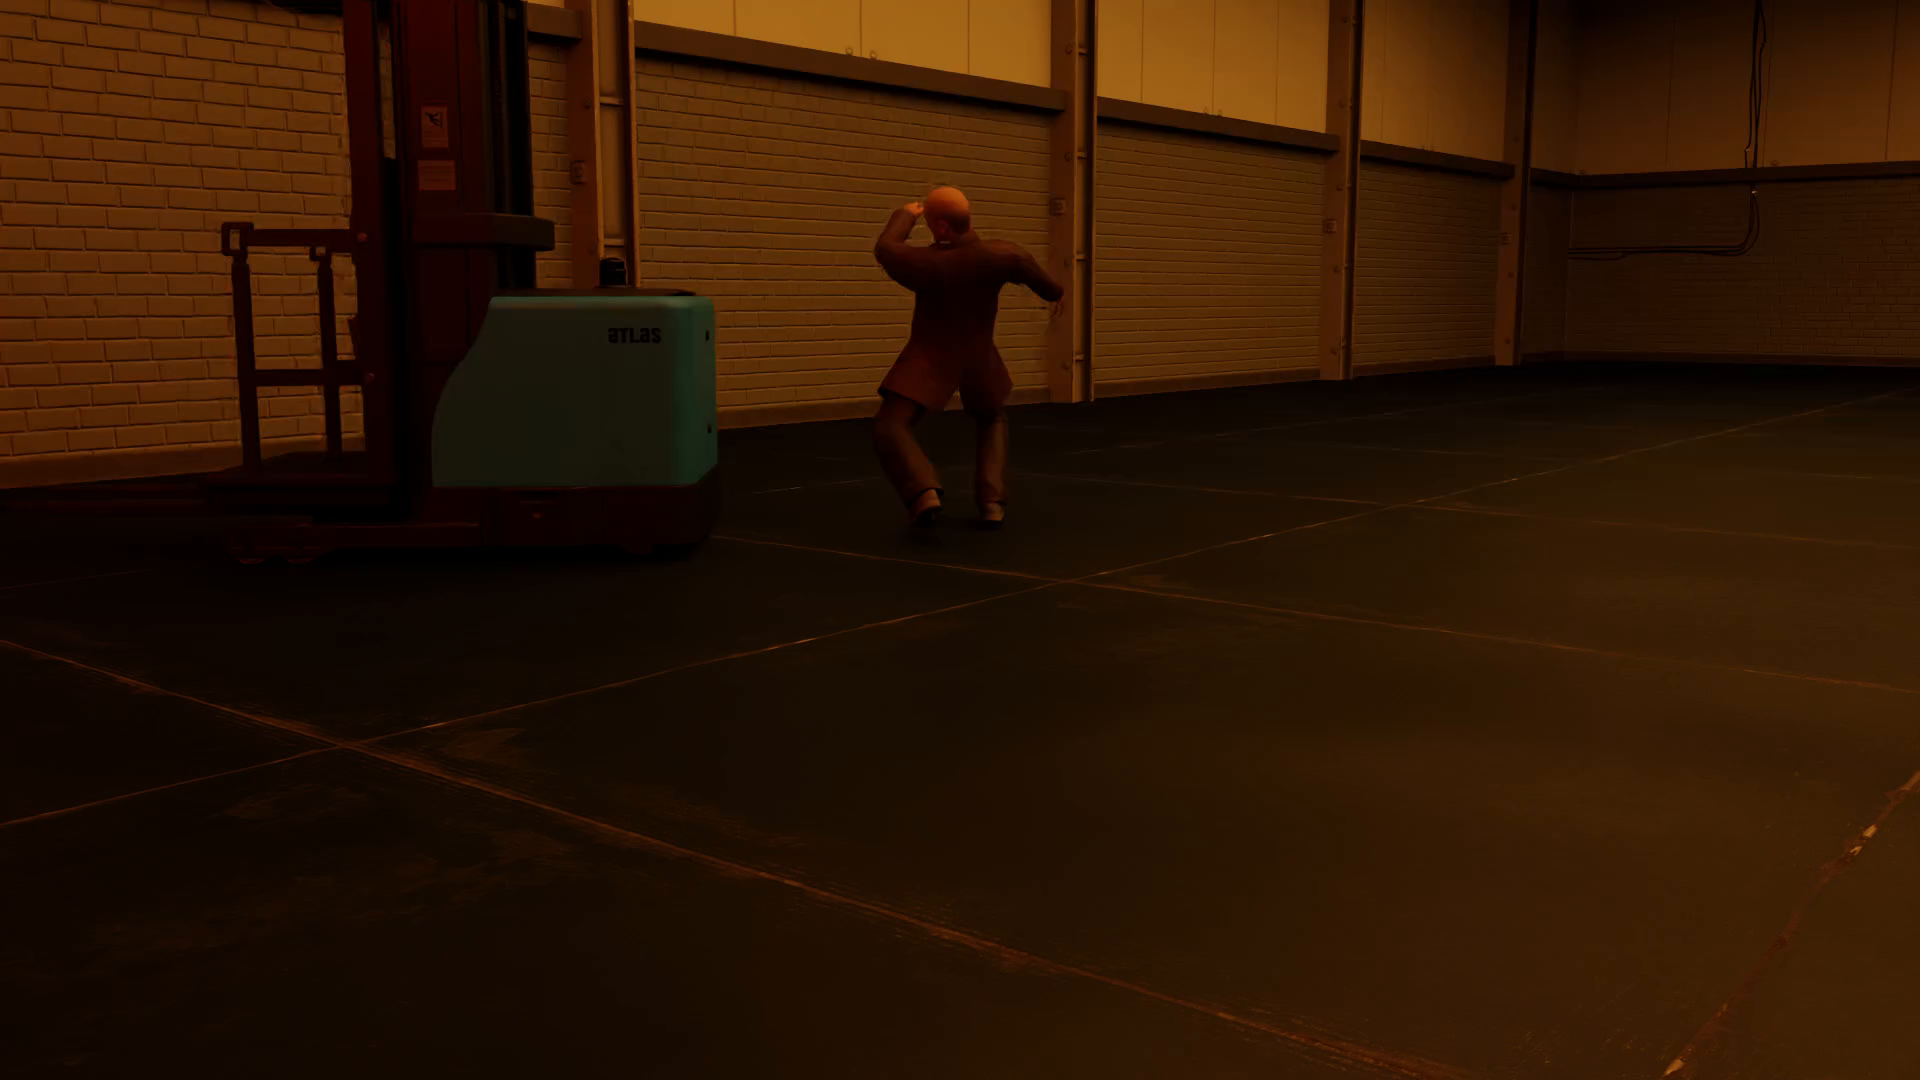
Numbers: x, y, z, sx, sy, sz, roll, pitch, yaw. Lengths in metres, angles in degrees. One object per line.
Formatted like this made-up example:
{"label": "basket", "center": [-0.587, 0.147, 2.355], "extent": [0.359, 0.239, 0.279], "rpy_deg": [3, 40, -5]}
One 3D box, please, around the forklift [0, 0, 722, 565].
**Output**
{"label": "forklift", "center": [-2.605, -1.429, 7.046], "extent": [3.031, 2.935, 1.130], "rpy_deg": [0, 8, -2]}

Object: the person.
{"label": "person", "center": [0.087, -0.837, 7.750], "extent": [1.065, 1.537, 0.835], "rpy_deg": [-5, 10, -30]}
